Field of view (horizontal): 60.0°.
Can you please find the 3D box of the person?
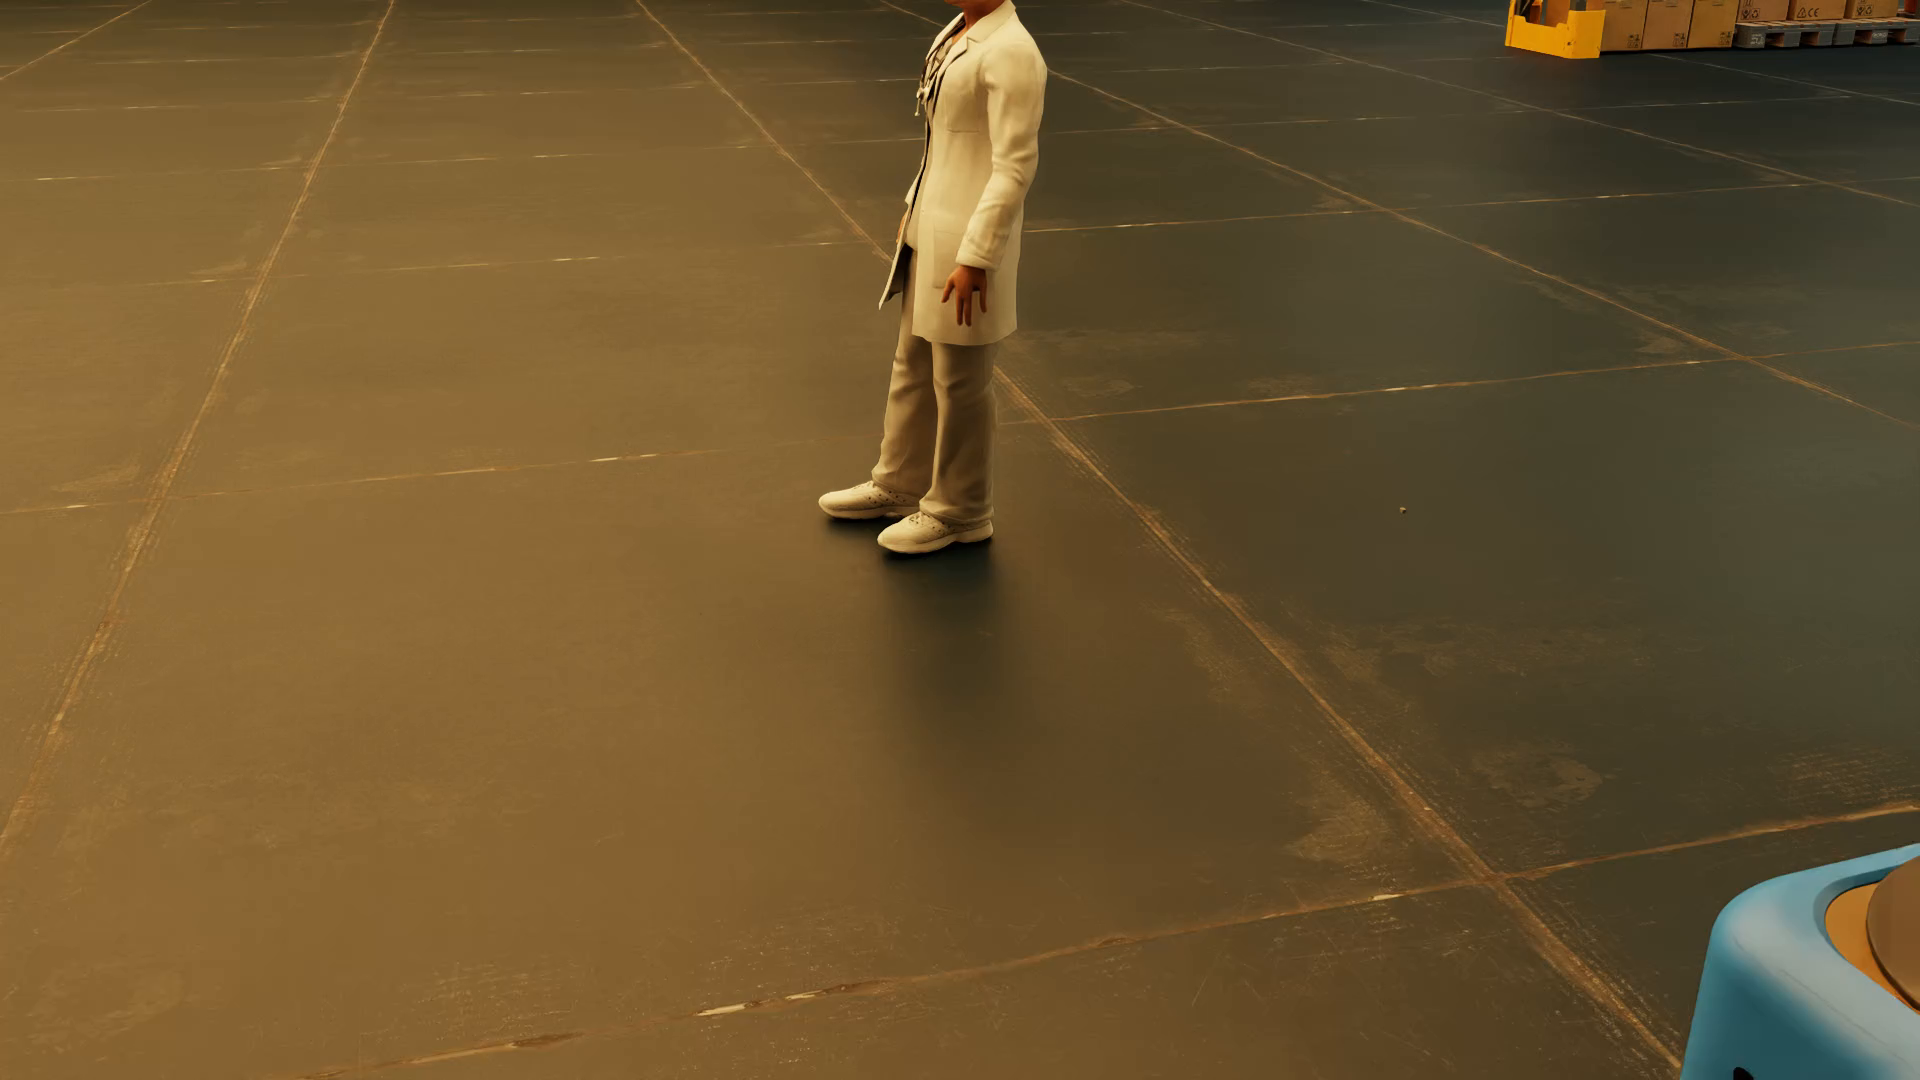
[{"bbox_3d":[-0.089,-0.817,4.683,0.578,1.777,0.698,-6,24,-14],"label":"person"}]
